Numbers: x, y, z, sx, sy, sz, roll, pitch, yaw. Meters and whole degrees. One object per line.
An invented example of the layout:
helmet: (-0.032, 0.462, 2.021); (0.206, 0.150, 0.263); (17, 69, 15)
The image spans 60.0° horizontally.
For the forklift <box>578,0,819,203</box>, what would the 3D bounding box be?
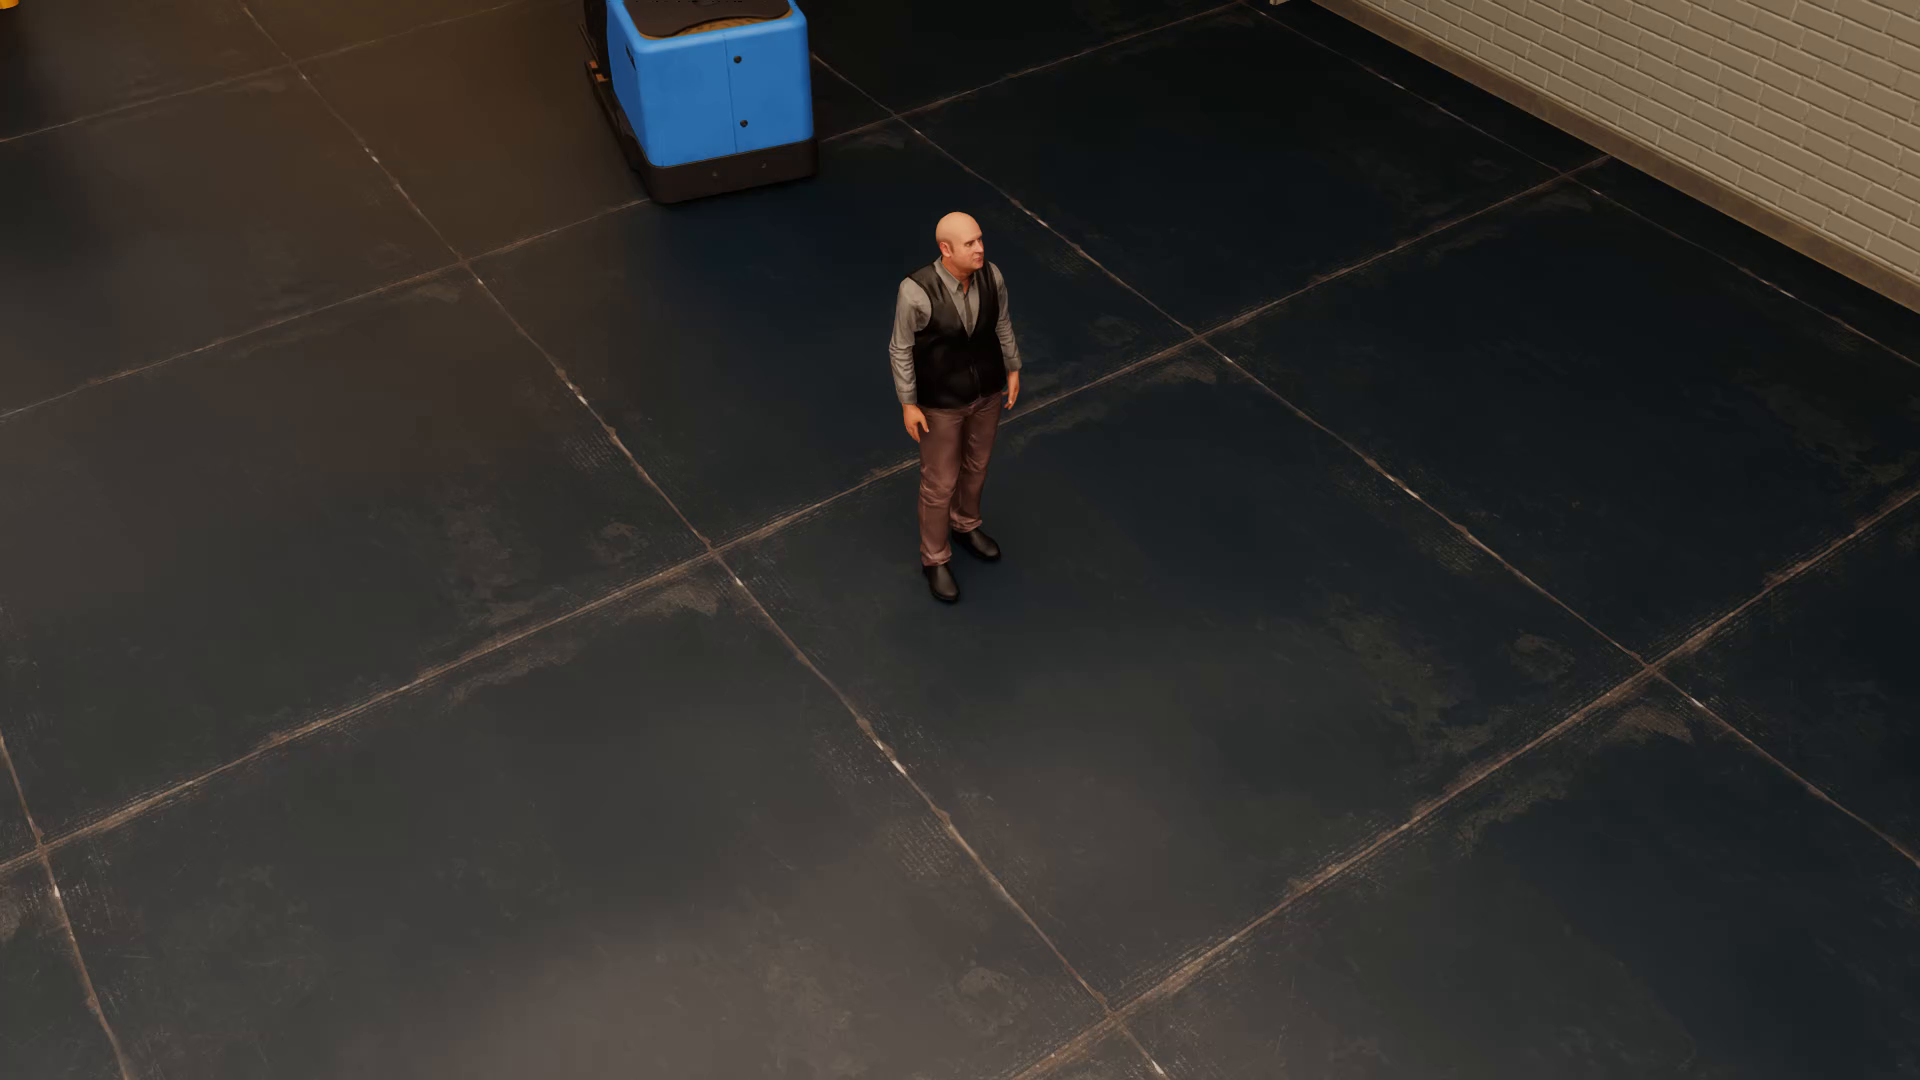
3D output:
forklift: (-1.875, -4.104, 10.169); (1.130, 2.935, 3.031); (-15, 45, -15)

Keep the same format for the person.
person: (0.029, -0.601, 7.249); (0.632, 1.720, 0.568); (-25, 48, -25)
